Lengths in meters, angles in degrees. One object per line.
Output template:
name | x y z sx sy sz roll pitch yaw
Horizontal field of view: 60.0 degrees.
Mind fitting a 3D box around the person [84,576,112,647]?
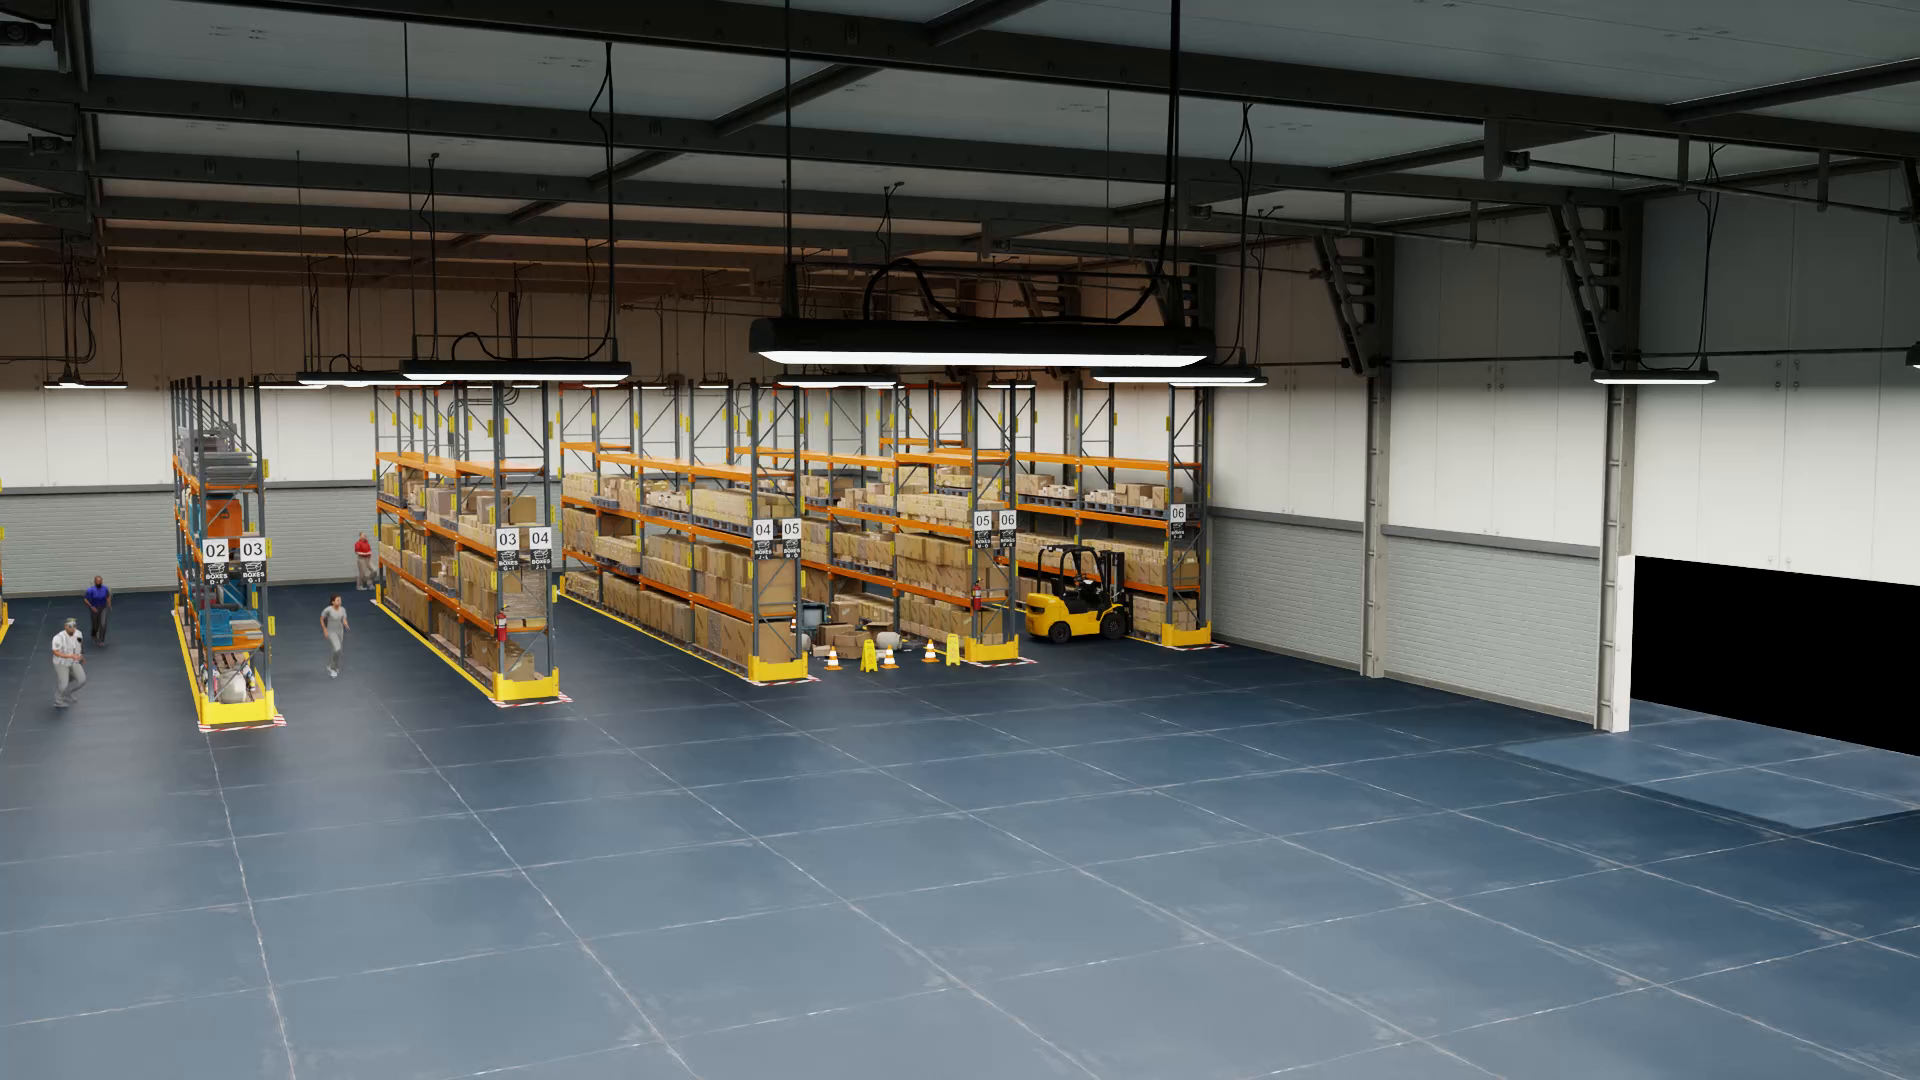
person | -19.484 1.600 37.569 0.576 1.593 0.706 -4 7 -39

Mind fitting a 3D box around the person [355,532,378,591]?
person | -17.153 0.630 47.851 0.670 1.735 0.638 3 6 28

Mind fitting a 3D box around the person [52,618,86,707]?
person | -16.143 2.218 30.155 0.801 1.657 0.672 3 6 28

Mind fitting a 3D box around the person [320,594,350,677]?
person | -12.626 1.928 33.587 0.791 1.694 0.486 4 6 36
